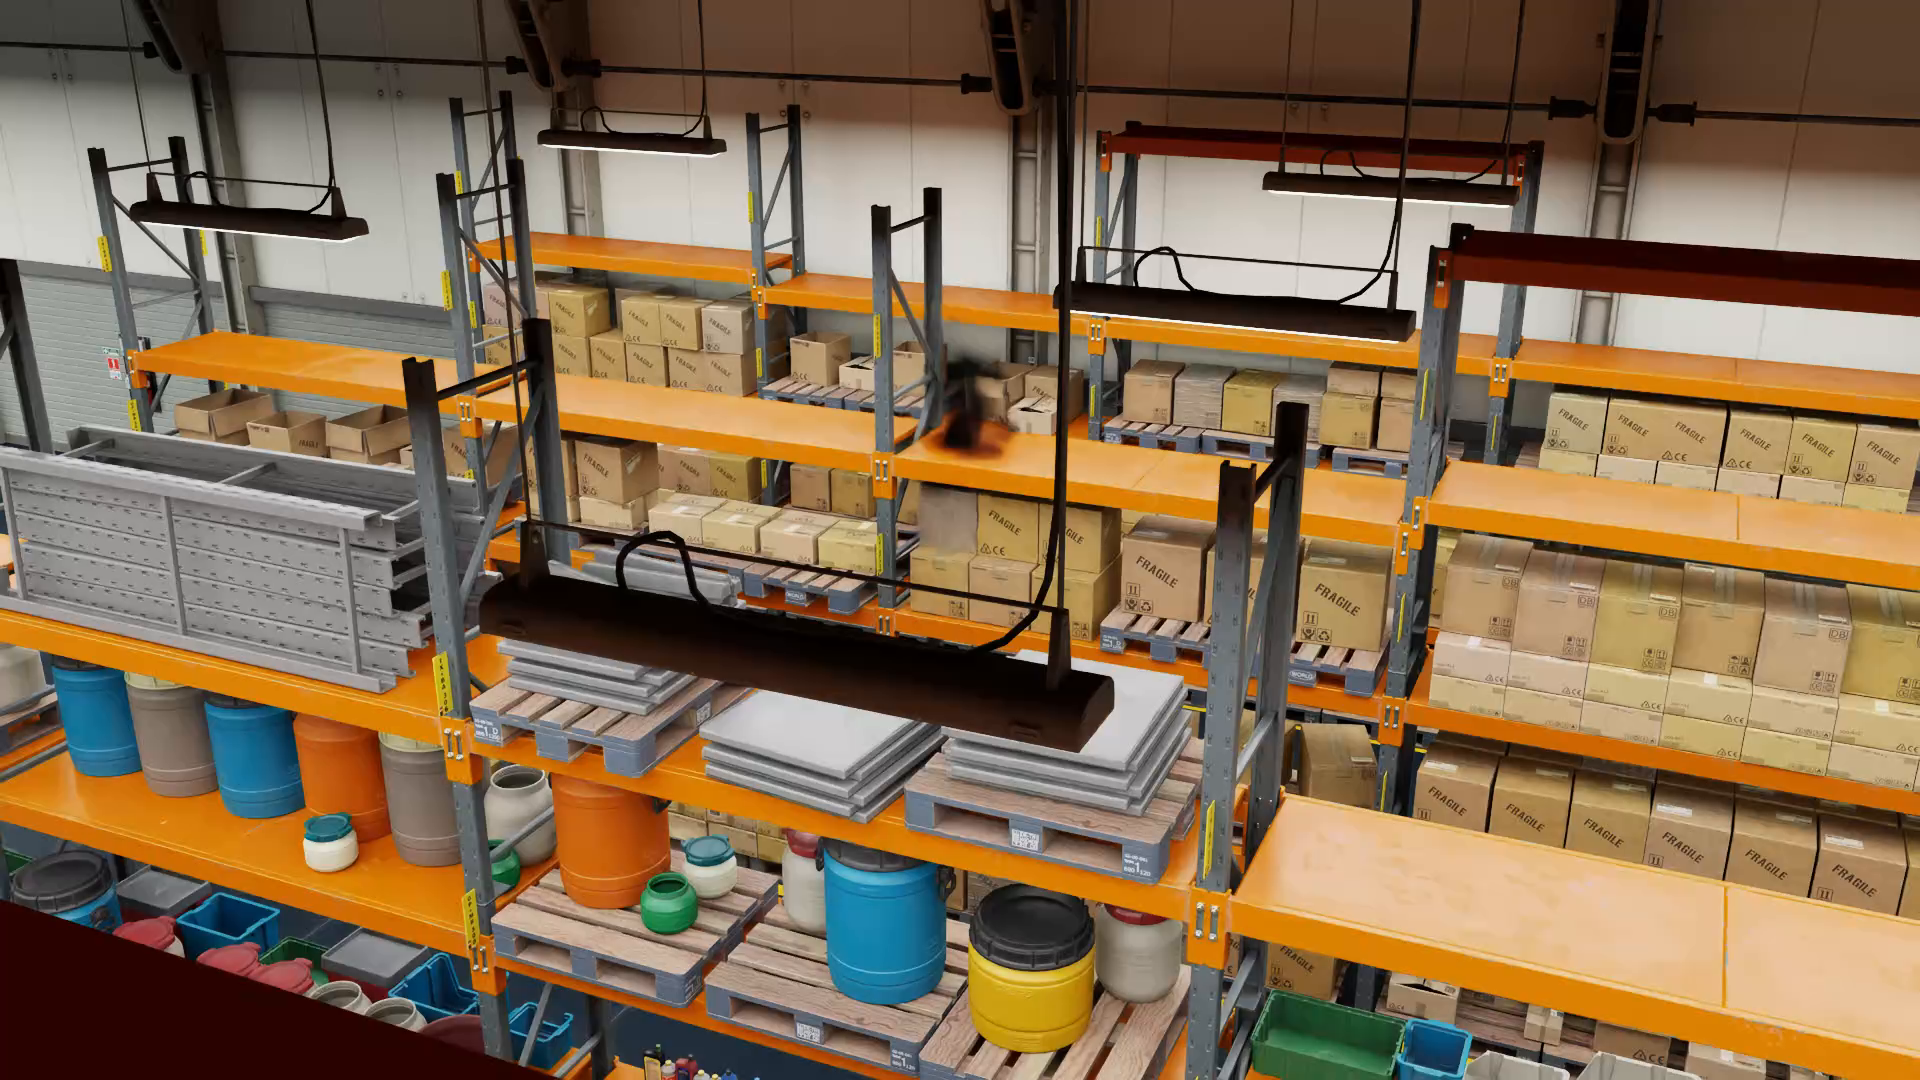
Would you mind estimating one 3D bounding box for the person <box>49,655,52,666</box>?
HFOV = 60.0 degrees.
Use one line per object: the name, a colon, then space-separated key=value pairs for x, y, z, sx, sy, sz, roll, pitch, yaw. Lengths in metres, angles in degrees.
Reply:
person: x=-9.428 y=0.983 z=17.783 sx=0.895 sy=1.678 sz=0.597 roll=-11 pitch=23 yaw=-27
